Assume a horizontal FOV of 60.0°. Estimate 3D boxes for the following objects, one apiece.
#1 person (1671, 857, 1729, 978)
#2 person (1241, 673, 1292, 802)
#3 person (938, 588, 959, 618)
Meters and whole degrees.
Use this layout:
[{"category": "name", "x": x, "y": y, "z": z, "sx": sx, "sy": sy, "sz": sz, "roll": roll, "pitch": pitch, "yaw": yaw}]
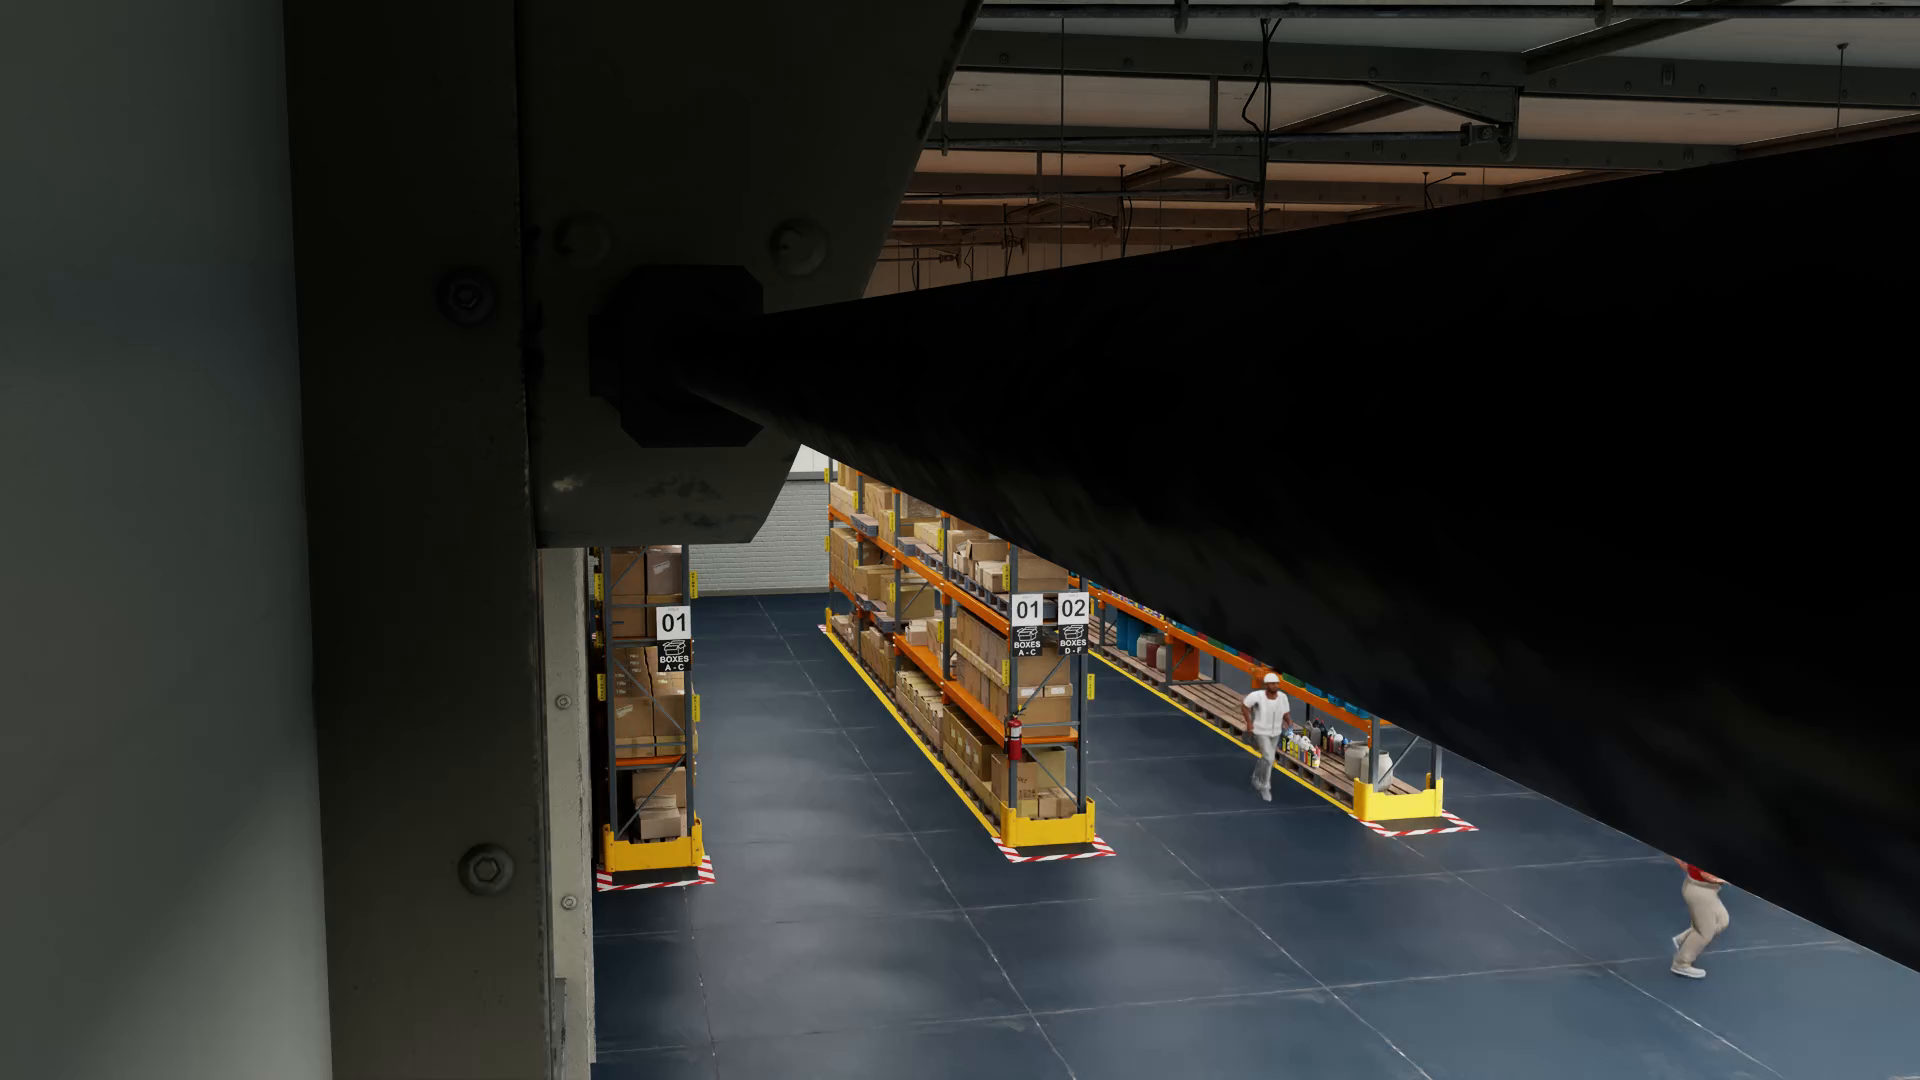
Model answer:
[{"category": "person", "x": 7.444, "y": 3.527, "z": 16.592, "sx": 0.602, "sy": 1.687, "sz": 0.652, "roll": 2, "pitch": 7, "yaw": 14}, {"category": "person", "x": 4.301, "y": 2.725, "z": 23.191, "sx": 0.606, "sy": 1.801, "sz": 0.839, "roll": -3, "pitch": 7, "yaw": -23}, {"category": "person", "x": -0.238, "y": 1.182, "z": 35.881, "sx": 0.659, "sy": 1.815, "sz": 0.880, "roll": -3, "pitch": 7, "yaw": -21}]
